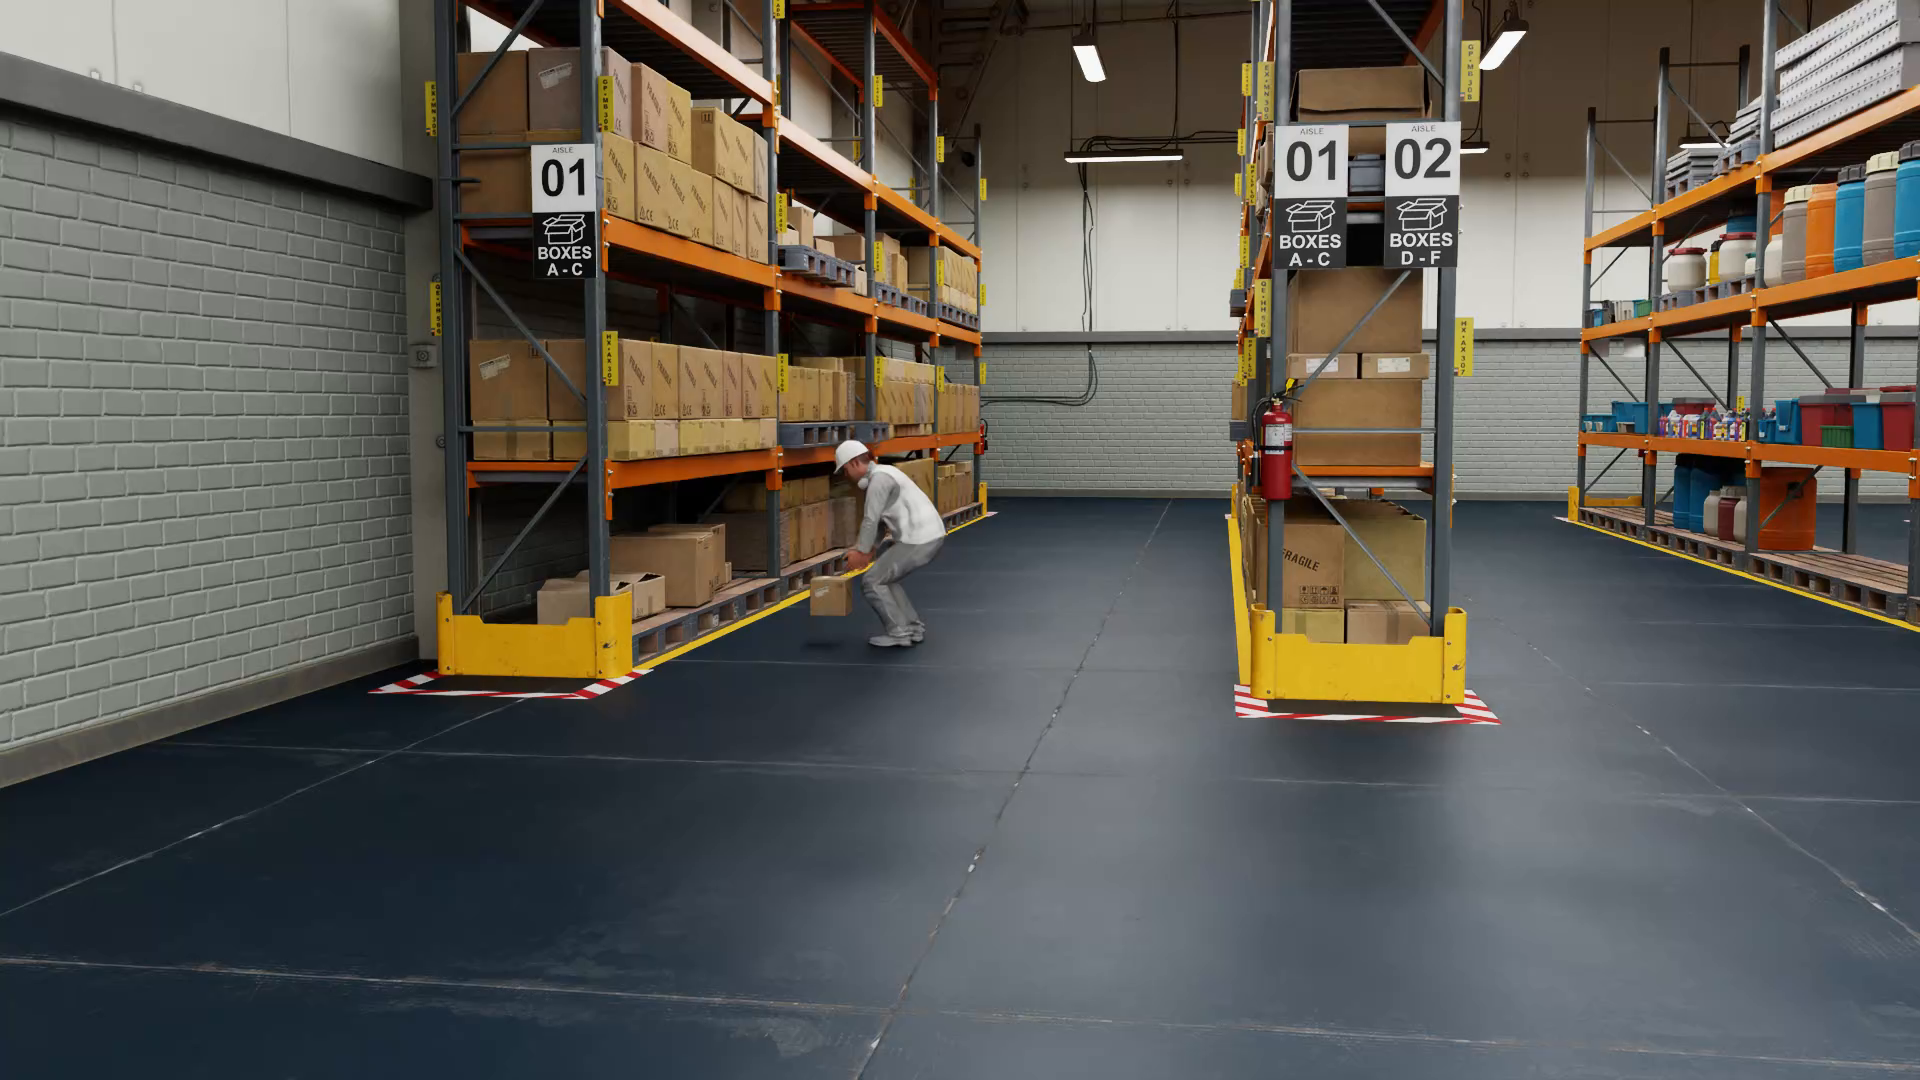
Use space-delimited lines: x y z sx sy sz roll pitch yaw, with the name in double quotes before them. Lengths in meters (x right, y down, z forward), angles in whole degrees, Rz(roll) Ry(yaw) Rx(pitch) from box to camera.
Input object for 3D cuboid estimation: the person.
"person" -0.493 0.018 11.543 0.768 1.422 0.592 1 4 9
